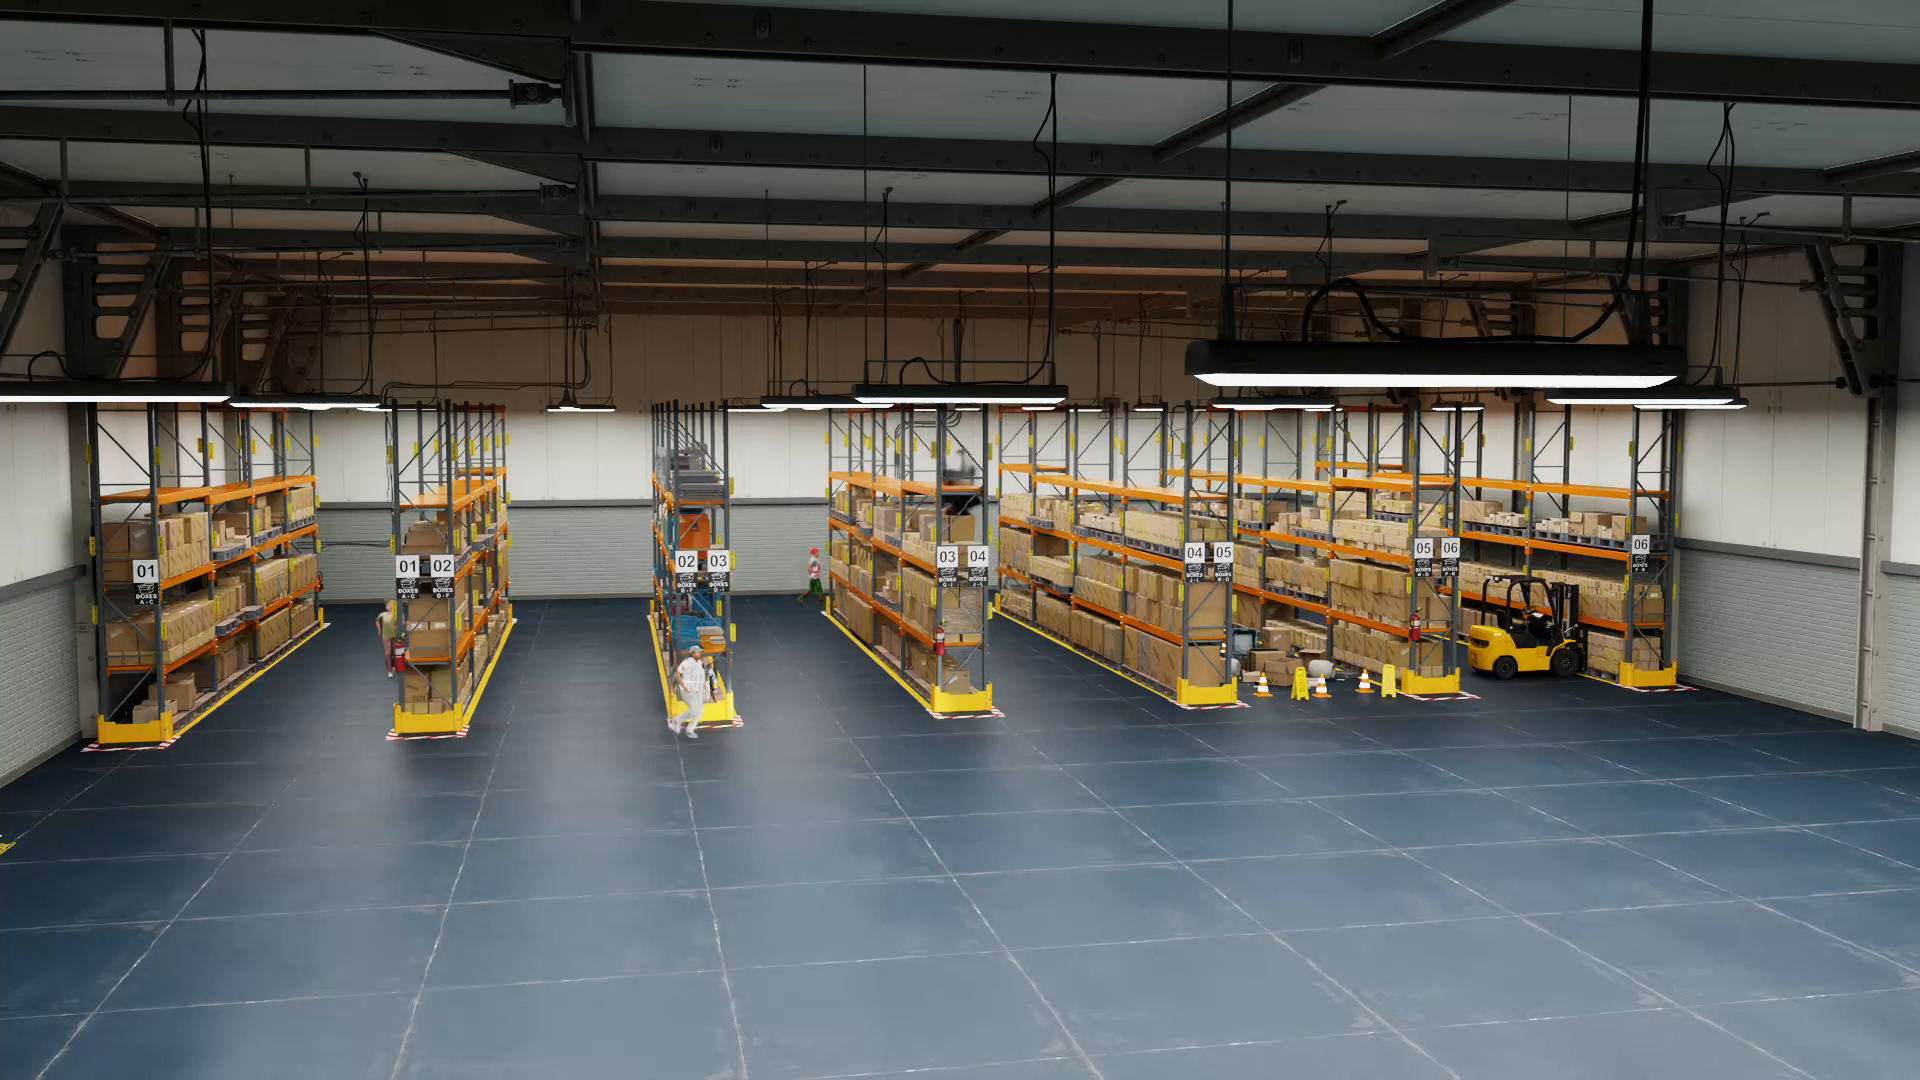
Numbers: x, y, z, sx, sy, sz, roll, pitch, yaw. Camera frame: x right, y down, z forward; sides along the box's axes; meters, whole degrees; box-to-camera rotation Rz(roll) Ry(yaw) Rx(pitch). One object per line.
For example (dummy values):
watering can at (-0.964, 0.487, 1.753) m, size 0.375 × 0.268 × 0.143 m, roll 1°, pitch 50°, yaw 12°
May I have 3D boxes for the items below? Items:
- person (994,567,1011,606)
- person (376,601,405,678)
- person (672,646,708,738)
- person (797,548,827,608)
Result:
person at (1.392, 1.102, 49.922) m, size 0.763 × 1.851 × 0.713 m, roll -1°, pitch 5°, yaw -19°
person at (-12.464, 2.145, 36.412) m, size 0.597 × 1.656 × 0.803 m, roll -1°, pitch 5°, yaw -19°
person at (-4.778, 2.691, 29.687) m, size 0.521 × 1.617 × 0.656 m, roll 2°, pitch 5°, yaw 26°
person at (-4.313, 1.114, 48.918) m, size 0.993 × 1.769 × 0.662 m, roll -1°, pitch 4°, yaw -13°
